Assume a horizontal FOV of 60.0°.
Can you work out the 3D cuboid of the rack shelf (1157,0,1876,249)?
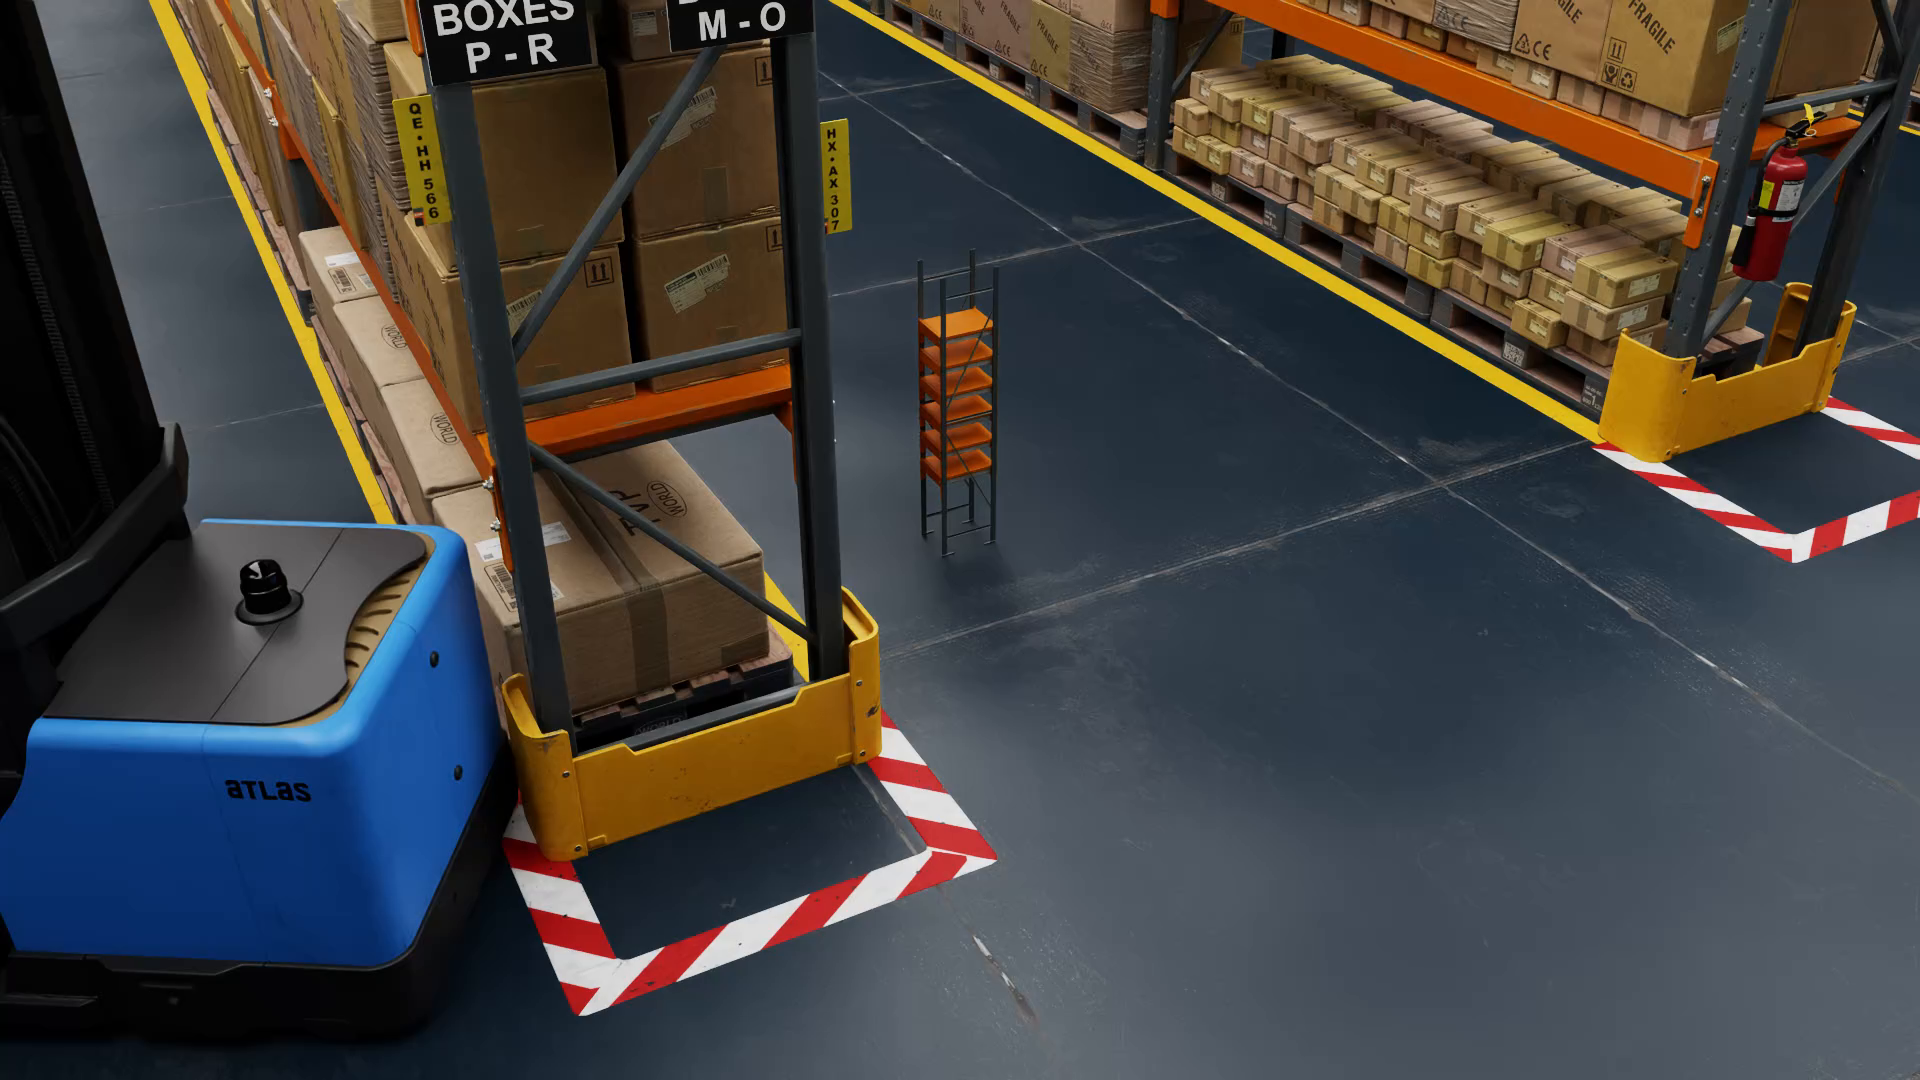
[{"bbox_3d":[2.550,-2.431,8.430,1.077,0.370,4.000,-16,36,-23],"label":"rack shelf"}]

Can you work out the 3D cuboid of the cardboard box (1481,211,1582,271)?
[{"bbox_3d":[2.712,-1.421,7.889,0.380,0.149,0.250,-17,36,-24],"label":"cardboard box"}]

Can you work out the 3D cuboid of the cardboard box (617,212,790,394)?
[{"bbox_3d":[-0.819,-0.829,5.171,0.500,0.500,0.500,-16,36,-23],"label":"cardboard box"}]

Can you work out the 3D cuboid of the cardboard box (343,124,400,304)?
[{"bbox_3d":[-1.778,-1.178,5.715,0.500,0.500,0.500,-15,36,-22],"label":"cardboard box"}]

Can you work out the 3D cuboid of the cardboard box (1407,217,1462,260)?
[{"bbox_3d":[2.487,-1.552,8.370,0.380,0.149,0.250,-15,36,-22],"label":"cardboard box"}]

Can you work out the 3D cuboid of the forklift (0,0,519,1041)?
[{"bbox_3d":[-2.950,-0.161,4.284,3.031,2.935,1.130,2,33,3],"label":"forklift"}]

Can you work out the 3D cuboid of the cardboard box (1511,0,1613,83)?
[{"bbox_3d":[2.810,-2.343,7.259,0.500,0.500,0.500,-16,36,-24],"label":"cardboard box"}]

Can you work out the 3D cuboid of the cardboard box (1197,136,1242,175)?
[{"bbox_3d":[1.627,-2.283,9.786,0.380,0.149,0.250,-15,35,-22],"label":"cardboard box"}]

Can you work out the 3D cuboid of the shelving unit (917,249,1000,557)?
[{"bbox_3d":[-0.007,-0.512,6.437,0.258,1.200,0.189,-16,36,-23],"label":"shelving unit"}]

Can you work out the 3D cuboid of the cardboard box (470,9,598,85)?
[{"bbox_3d":[-1.194,-1.343,4.445,0.380,0.149,0.250,-15,36,-22],"label":"cardboard box"}]

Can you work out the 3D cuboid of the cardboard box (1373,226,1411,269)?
[{"bbox_3d":[2.385,-1.555,8.651,0.380,0.149,0.250,-15,36,-22],"label":"cardboard box"}]

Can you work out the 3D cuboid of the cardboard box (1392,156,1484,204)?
[{"bbox_3d":[2.448,-1.828,8.525,0.380,0.149,0.250,-17,36,-25],"label":"cardboard box"}]

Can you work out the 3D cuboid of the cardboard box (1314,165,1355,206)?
[{"bbox_3d":[2.139,-1.928,8.956,0.380,0.149,0.250,-16,36,-23],"label":"cardboard box"}]

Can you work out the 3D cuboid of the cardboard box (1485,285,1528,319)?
[{"bbox_3d":[2.796,-1.199,8.095,0.380,0.149,0.250,-16,36,-23],"label":"cardboard box"}]

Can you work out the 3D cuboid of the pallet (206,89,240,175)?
[{"bbox_3d":[-4.279,-2.734,10.822,1.003,0.211,1.213,-16,36,-23],"label":"pallet"}]

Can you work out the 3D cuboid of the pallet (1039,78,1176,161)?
[{"bbox_3d":[1.253,-2.885,11.058,1.003,0.211,1.213,-16,36,-23],"label":"pallet"}]

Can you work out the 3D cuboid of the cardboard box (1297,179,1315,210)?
[{"bbox_3d":[2.108,-1.949,9.265,0.380,0.149,0.250,-17,37,-25],"label":"cardboard box"}]

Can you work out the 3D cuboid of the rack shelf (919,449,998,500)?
[{"bbox_3d":[-0.007,-0.273,6.591,0.258,0.103,0.180,-16,36,-23],"label":"rack shelf"}]

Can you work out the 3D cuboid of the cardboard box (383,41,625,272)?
[{"bbox_3d":[-1.285,-1.119,4.697,0.500,0.500,0.500,-15,35,-22],"label":"cardboard box"}]

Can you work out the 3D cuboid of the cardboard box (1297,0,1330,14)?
[{"bbox_3d":[1.998,-2.878,8.695,0.380,0.149,0.250,-15,36,-22],"label":"cardboard box"}]

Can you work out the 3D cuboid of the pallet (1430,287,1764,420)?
[{"bbox_3d":[3.099,-1.038,8.174,1.003,0.211,1.213,-16,36,-23],"label":"pallet"}]

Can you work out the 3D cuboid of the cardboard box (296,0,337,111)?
[{"bbox_3d":[-2.015,-1.839,5.820,0.500,0.500,0.500,-16,36,-23],"label":"cardboard box"}]

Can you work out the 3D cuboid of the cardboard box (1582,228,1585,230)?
[{"bbox_3d":[3.195,-1.435,8.187,0.380,0.149,0.250,-15,36,-23],"label":"cardboard box"}]

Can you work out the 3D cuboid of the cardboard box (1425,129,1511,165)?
[{"bbox_3d":[2.706,-2.061,8.888,0.380,0.149,0.250,-16,36,-23],"label":"cardboard box"}]

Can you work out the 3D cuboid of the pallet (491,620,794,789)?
[{"bbox_3d":[-1.292,0.326,6.045,1.003,0.211,1.213,-16,36,-23],"label":"pallet"}]

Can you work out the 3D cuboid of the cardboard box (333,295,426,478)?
[{"bbox_3d":[-2.099,-0.739,7.109,0.875,0.438,0.875,-17,36,-24],"label":"cardboard box"}]

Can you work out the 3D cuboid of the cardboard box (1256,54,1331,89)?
[{"bbox_3d":[2.014,-2.811,10.059,0.380,0.149,0.250,-15,36,-22],"label":"cardboard box"}]

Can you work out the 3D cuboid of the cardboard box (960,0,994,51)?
[{"bbox_3d":[0.337,-3.837,11.886,0.500,0.500,0.500,-17,36,-24],"label":"cardboard box"}]

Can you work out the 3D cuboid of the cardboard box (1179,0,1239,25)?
[{"bbox_3d":[1.507,-3.547,10.739,0.500,0.250,0.500,-18,37,-25],"label":"cardboard box"}]

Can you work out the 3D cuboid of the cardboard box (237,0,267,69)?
[{"bbox_3d":[-3.147,-2.482,7.983,0.500,0.250,0.500,-17,36,-24],"label":"cardboard box"}]

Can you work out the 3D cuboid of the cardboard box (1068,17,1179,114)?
[{"bbox_3d":[1.049,-3.102,10.740,0.500,0.500,0.500,-17,36,-24],"label":"cardboard box"}]

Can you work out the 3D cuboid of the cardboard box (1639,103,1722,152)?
[{"bbox_3d":[3.080,-1.758,6.946,0.380,0.149,0.250,-16,36,-23],"label":"cardboard box"}]

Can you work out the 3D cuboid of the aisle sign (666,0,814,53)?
[{"bbox_3d":[-0.559,-1.619,4.087,0.394,0.787,0.004,-16,36,-23],"label":"aisle sign"}]

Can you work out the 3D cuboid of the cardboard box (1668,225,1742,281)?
[{"bbox_3d":[3.539,-1.342,7.765,0.380,0.149,0.250,-18,37,-25],"label":"cardboard box"}]

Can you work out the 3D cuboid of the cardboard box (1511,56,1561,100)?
[{"bbox_3d":[2.728,-2.118,7.508,0.380,0.149,0.250,-15,36,-22],"label":"cardboard box"}]

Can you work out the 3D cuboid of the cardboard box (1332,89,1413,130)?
[{"bbox_3d":[2.342,-2.438,9.477,0.380,0.149,0.250,-15,35,-22],"label":"cardboard box"}]

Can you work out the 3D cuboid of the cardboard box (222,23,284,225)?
[{"bbox_3d":[-3.502,-2.382,9.268,0.875,0.875,0.875,-15,36,-22],"label":"cardboard box"}]

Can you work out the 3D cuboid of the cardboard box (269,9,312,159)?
[{"bbox_3d":[-2.496,-1.906,6.852,0.500,0.500,0.500,-16,36,-23],"label":"cardboard box"}]

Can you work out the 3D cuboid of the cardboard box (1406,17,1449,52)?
[{"bbox_3d":[2.419,-2.517,8.132,0.380,0.149,0.250,-15,36,-22],"label":"cardboard box"}]

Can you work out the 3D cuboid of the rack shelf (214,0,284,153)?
[{"bbox_3d":[-3.647,-3.046,9.391,1.077,0.370,4.000,-16,36,-23],"label":"rack shelf"}]

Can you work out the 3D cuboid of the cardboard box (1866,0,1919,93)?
[{"bbox_3d":[6.709,-3.405,10.865,0.875,0.875,0.875,-16,36,-23],"label":"cardboard box"}]

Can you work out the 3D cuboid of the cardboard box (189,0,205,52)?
[{"bbox_3d":[-4.834,-3.646,11.707,0.950,0.372,0.625,-18,37,-26],"label":"cardboard box"}]

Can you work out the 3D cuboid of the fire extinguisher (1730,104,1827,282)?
[{"bbox_3d":[3.192,-1.353,6.499,0.296,0.674,0.183,-16,36,-23],"label":"fire extinguisher"}]

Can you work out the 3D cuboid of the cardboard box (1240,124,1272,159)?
[{"bbox_3d":[1.846,-2.331,9.585,0.380,0.149,0.250,-16,36,-23],"label":"cardboard box"}]

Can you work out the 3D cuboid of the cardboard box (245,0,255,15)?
[{"bbox_3d":[-3.135,-2.691,7.846,0.500,0.250,0.500,-16,36,-23],"label":"cardboard box"}]

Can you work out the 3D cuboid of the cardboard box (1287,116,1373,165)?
[{"bbox_3d":[2.020,-2.183,9.079,0.380,0.149,0.250,-15,36,-22],"label":"cardboard box"}]

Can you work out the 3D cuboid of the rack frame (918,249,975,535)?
[{"bbox_3d":[-0.049,-0.556,6.505,0.240,1.200,0.006,-16,36,-23],"label":"rack frame"}]

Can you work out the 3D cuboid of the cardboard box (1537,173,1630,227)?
[{"bbox_3d":[3.111,-1.693,8.314,0.380,0.149,0.250,-18,37,-25],"label":"cardboard box"}]

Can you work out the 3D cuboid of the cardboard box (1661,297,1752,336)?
[{"bbox_3d":[3.521,-1.086,7.918,0.380,0.149,0.250,-15,36,-22],"label":"cardboard box"}]

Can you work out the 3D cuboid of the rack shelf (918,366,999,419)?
[{"bbox_3d":[-0.007,-0.576,6.396,0.258,0.103,0.180,-16,36,-23],"label":"rack shelf"}]

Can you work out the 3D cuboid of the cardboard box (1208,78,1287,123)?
[{"bbox_3d":[1.671,-2.552,9.655,0.380,0.149,0.250,-14,35,-21],"label":"cardboard box"}]

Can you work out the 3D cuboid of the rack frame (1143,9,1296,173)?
[{"bbox_3d":[1.617,-3.688,9.726,1.000,3.000,0.127,-16,36,-23],"label":"rack frame"}]

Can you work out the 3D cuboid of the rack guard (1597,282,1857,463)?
[{"bbox_3d":[3.447,-0.763,7.477,1.175,0.500,0.348,-16,36,-23],"label":"rack guard"}]

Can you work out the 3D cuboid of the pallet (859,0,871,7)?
[{"bbox_3d":[-0.549,-4.818,14.075,1.003,0.211,1.213,-16,36,-23],"label":"pallet"}]

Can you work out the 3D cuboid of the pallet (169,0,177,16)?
[{"bbox_3d":[-6.080,-4.667,13.840,1.003,0.211,1.213,-16,36,-23],"label":"pallet"}]

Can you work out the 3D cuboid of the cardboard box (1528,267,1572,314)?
[{"bbox_3d":[2.910,-1.199,7.819,0.380,0.149,0.250,-17,36,-24],"label":"cardboard box"}]
